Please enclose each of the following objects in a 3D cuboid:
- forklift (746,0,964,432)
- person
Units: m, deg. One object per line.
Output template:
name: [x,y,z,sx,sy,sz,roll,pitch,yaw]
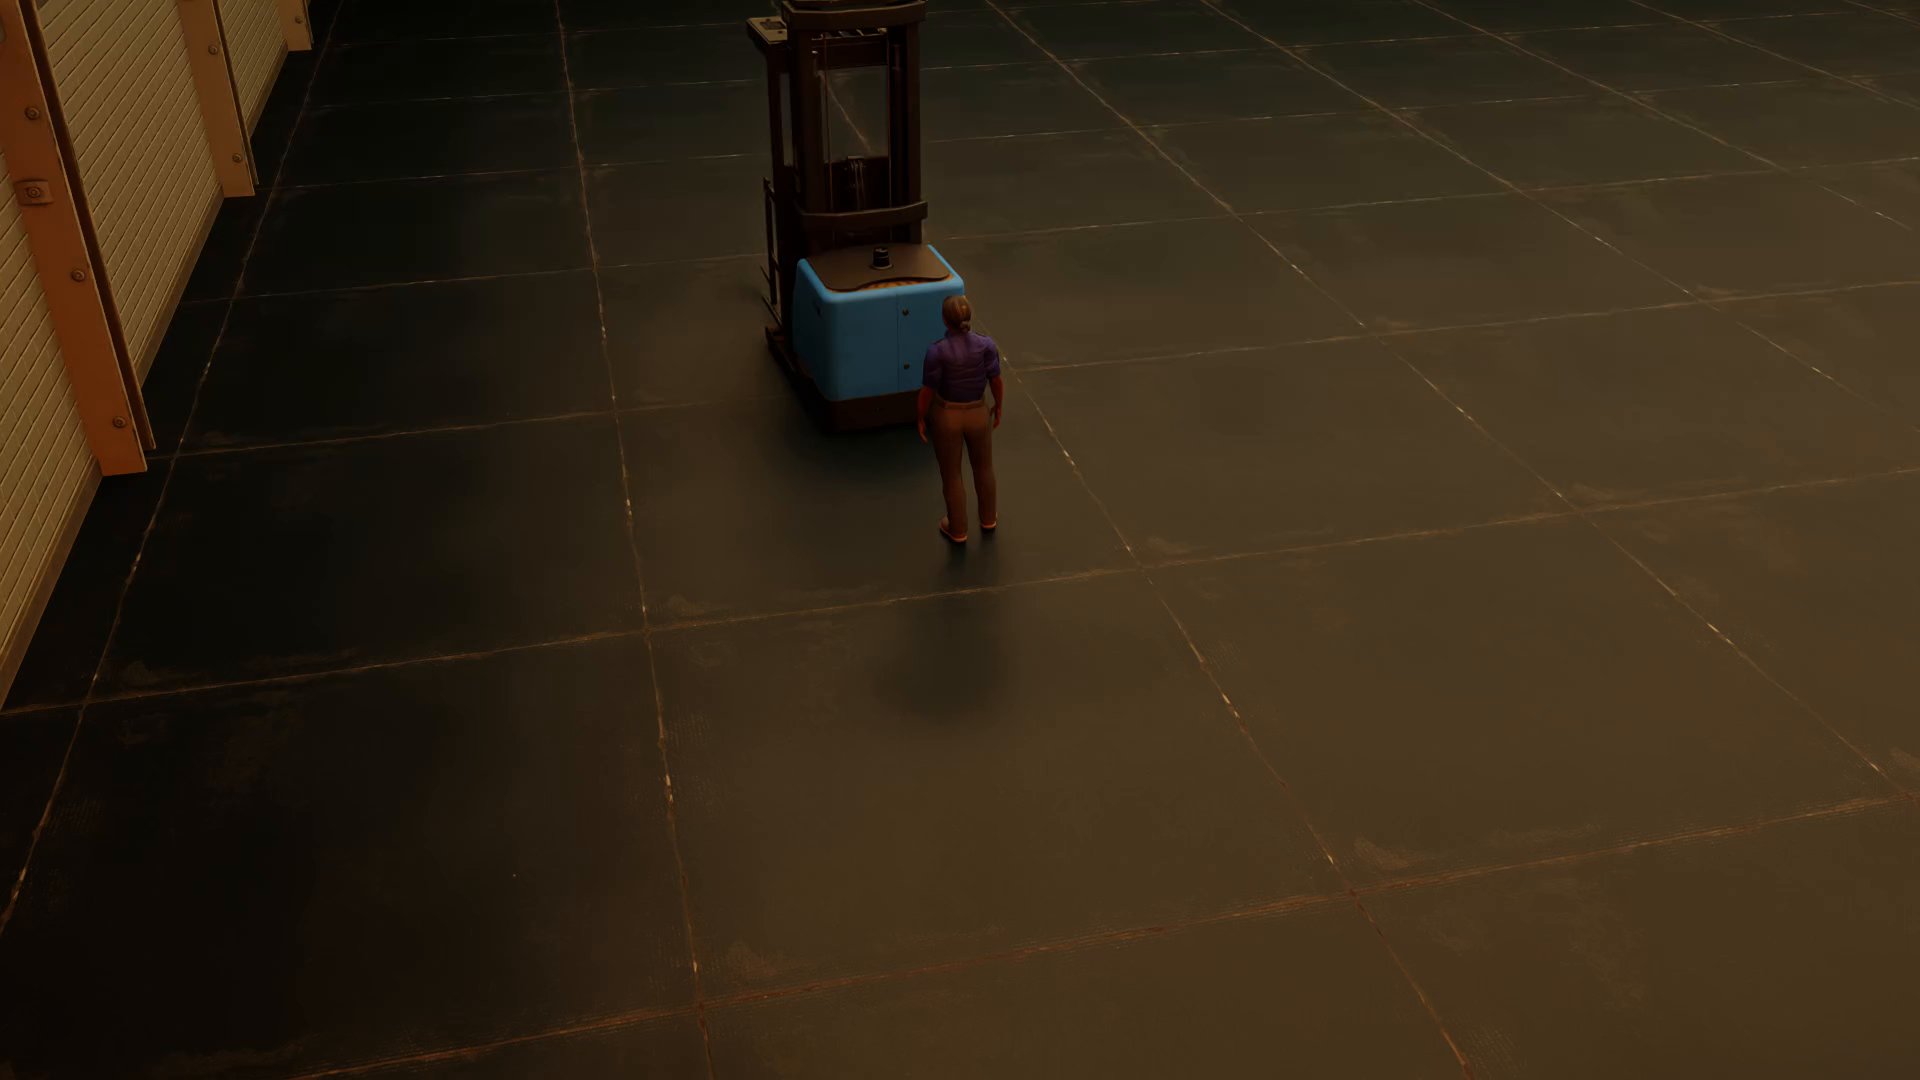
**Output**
forklift: [-0.898,-2.754,12.331,1.130,2.935,3.031,-9,31,-16]
person: [-0.001,-0.768,10.160,0.569,1.656,0.503,-7,31,-12]
